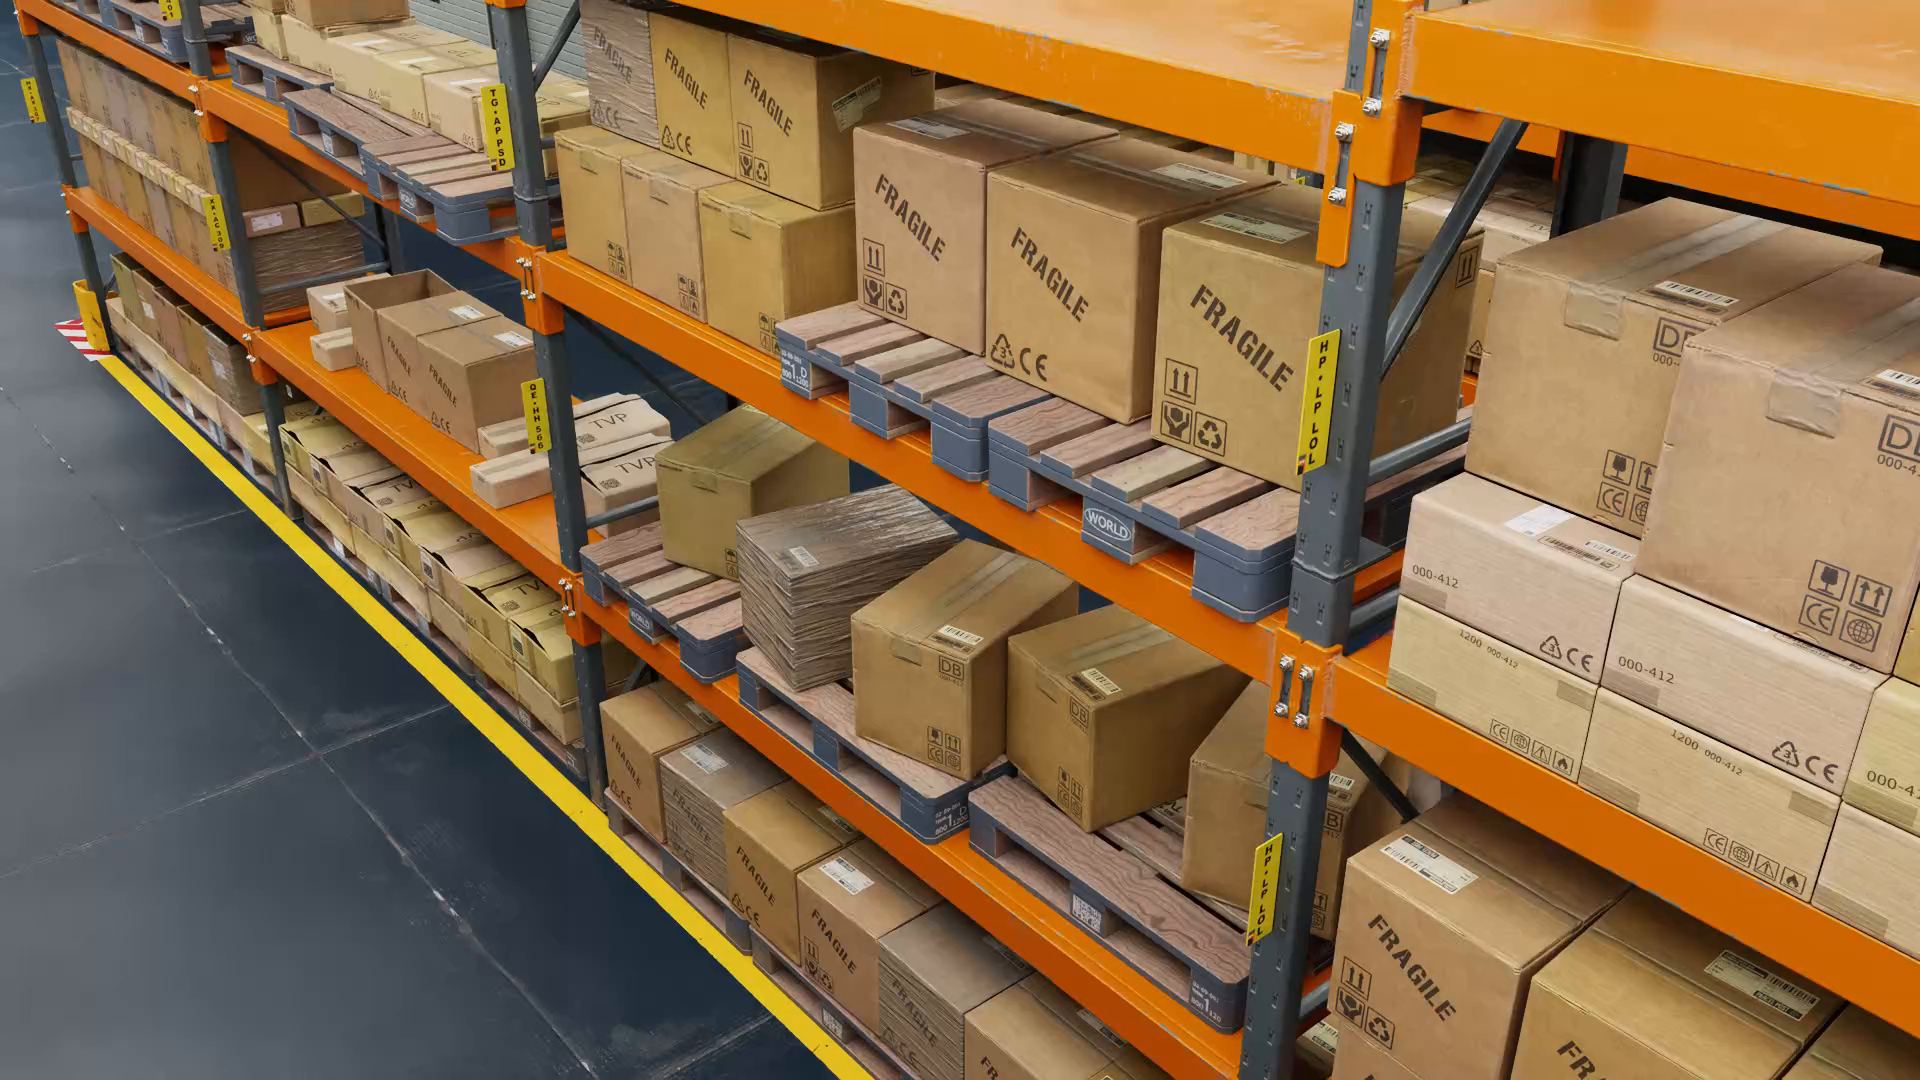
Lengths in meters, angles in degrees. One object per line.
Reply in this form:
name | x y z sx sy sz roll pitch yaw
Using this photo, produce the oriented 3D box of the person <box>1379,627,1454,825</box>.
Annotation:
person | 1.920 0.860 7.009 0.534 1.686 0.914 -19 33 -32
